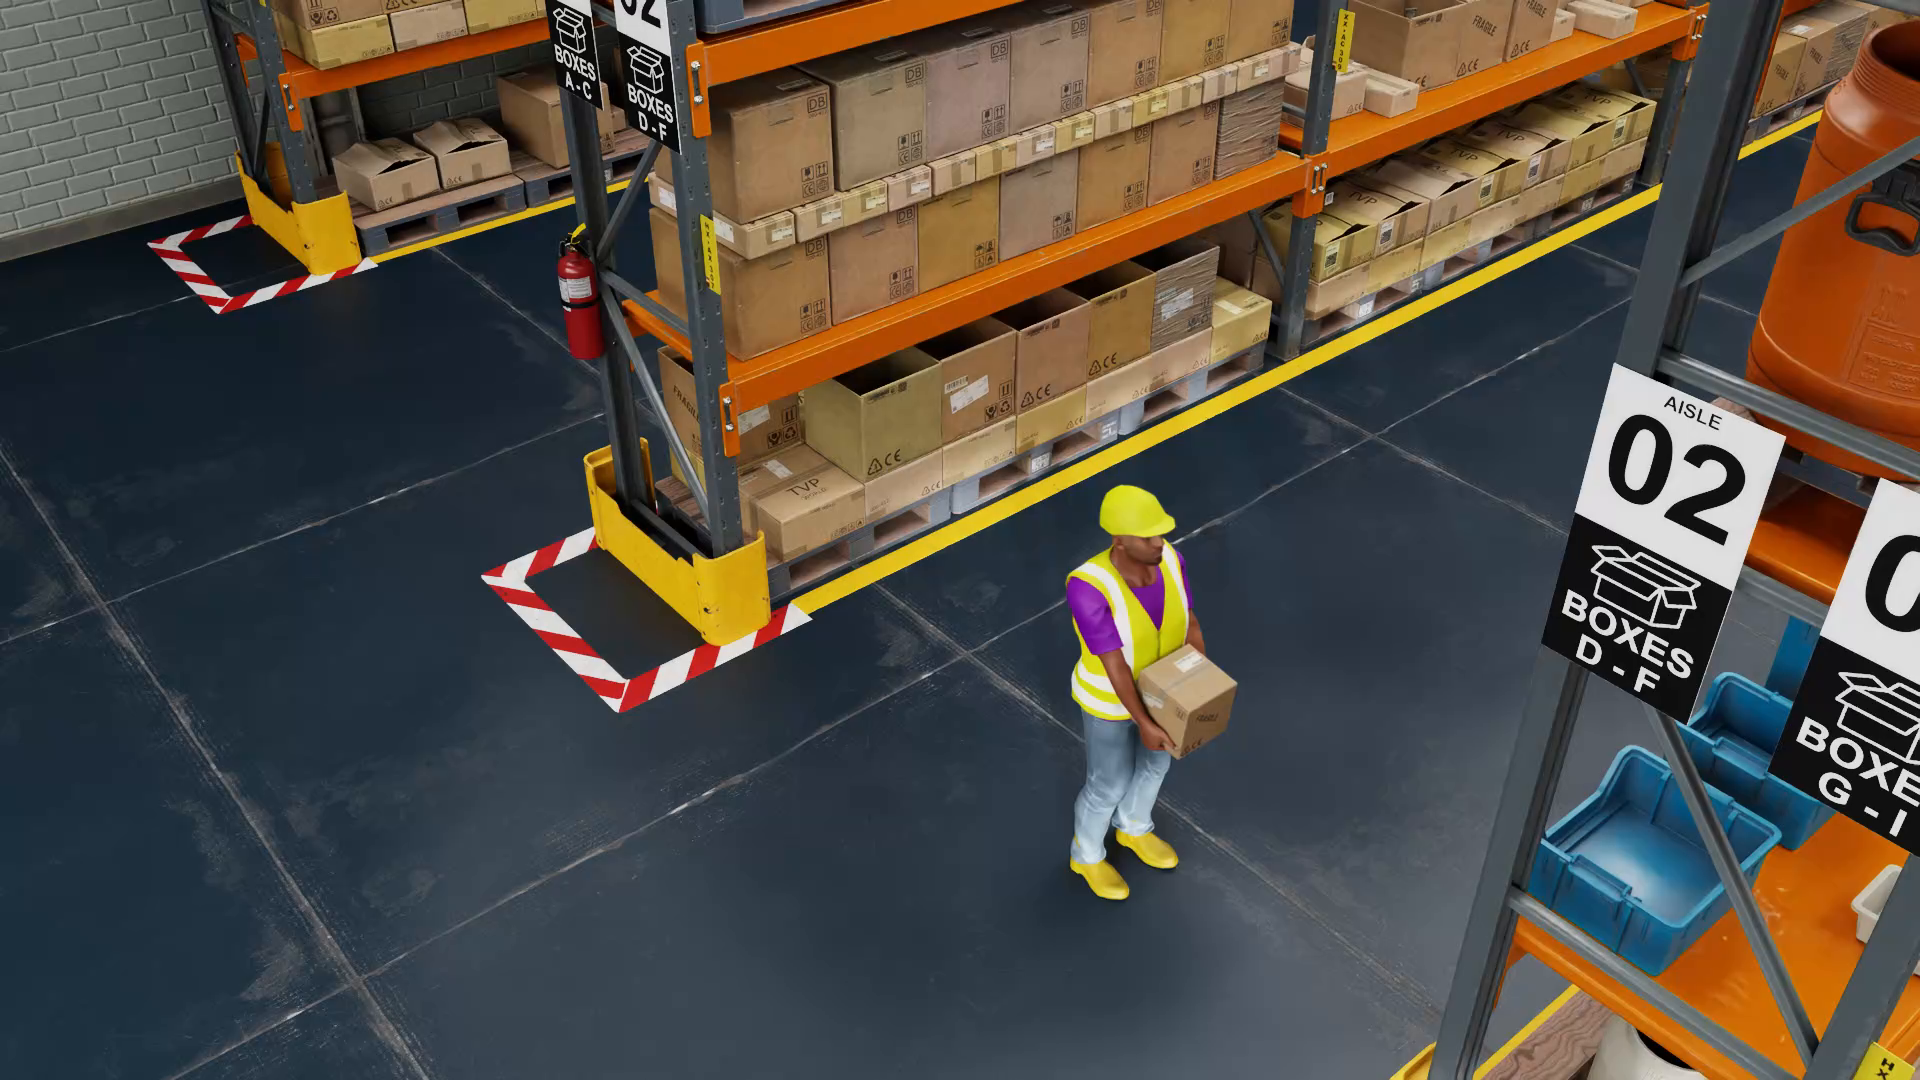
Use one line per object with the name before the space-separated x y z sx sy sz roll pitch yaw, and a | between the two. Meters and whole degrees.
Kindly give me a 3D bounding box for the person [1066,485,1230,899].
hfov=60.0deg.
person | 0.703 0.617 6.205 0.503 1.760 0.587 -25 43 -31
